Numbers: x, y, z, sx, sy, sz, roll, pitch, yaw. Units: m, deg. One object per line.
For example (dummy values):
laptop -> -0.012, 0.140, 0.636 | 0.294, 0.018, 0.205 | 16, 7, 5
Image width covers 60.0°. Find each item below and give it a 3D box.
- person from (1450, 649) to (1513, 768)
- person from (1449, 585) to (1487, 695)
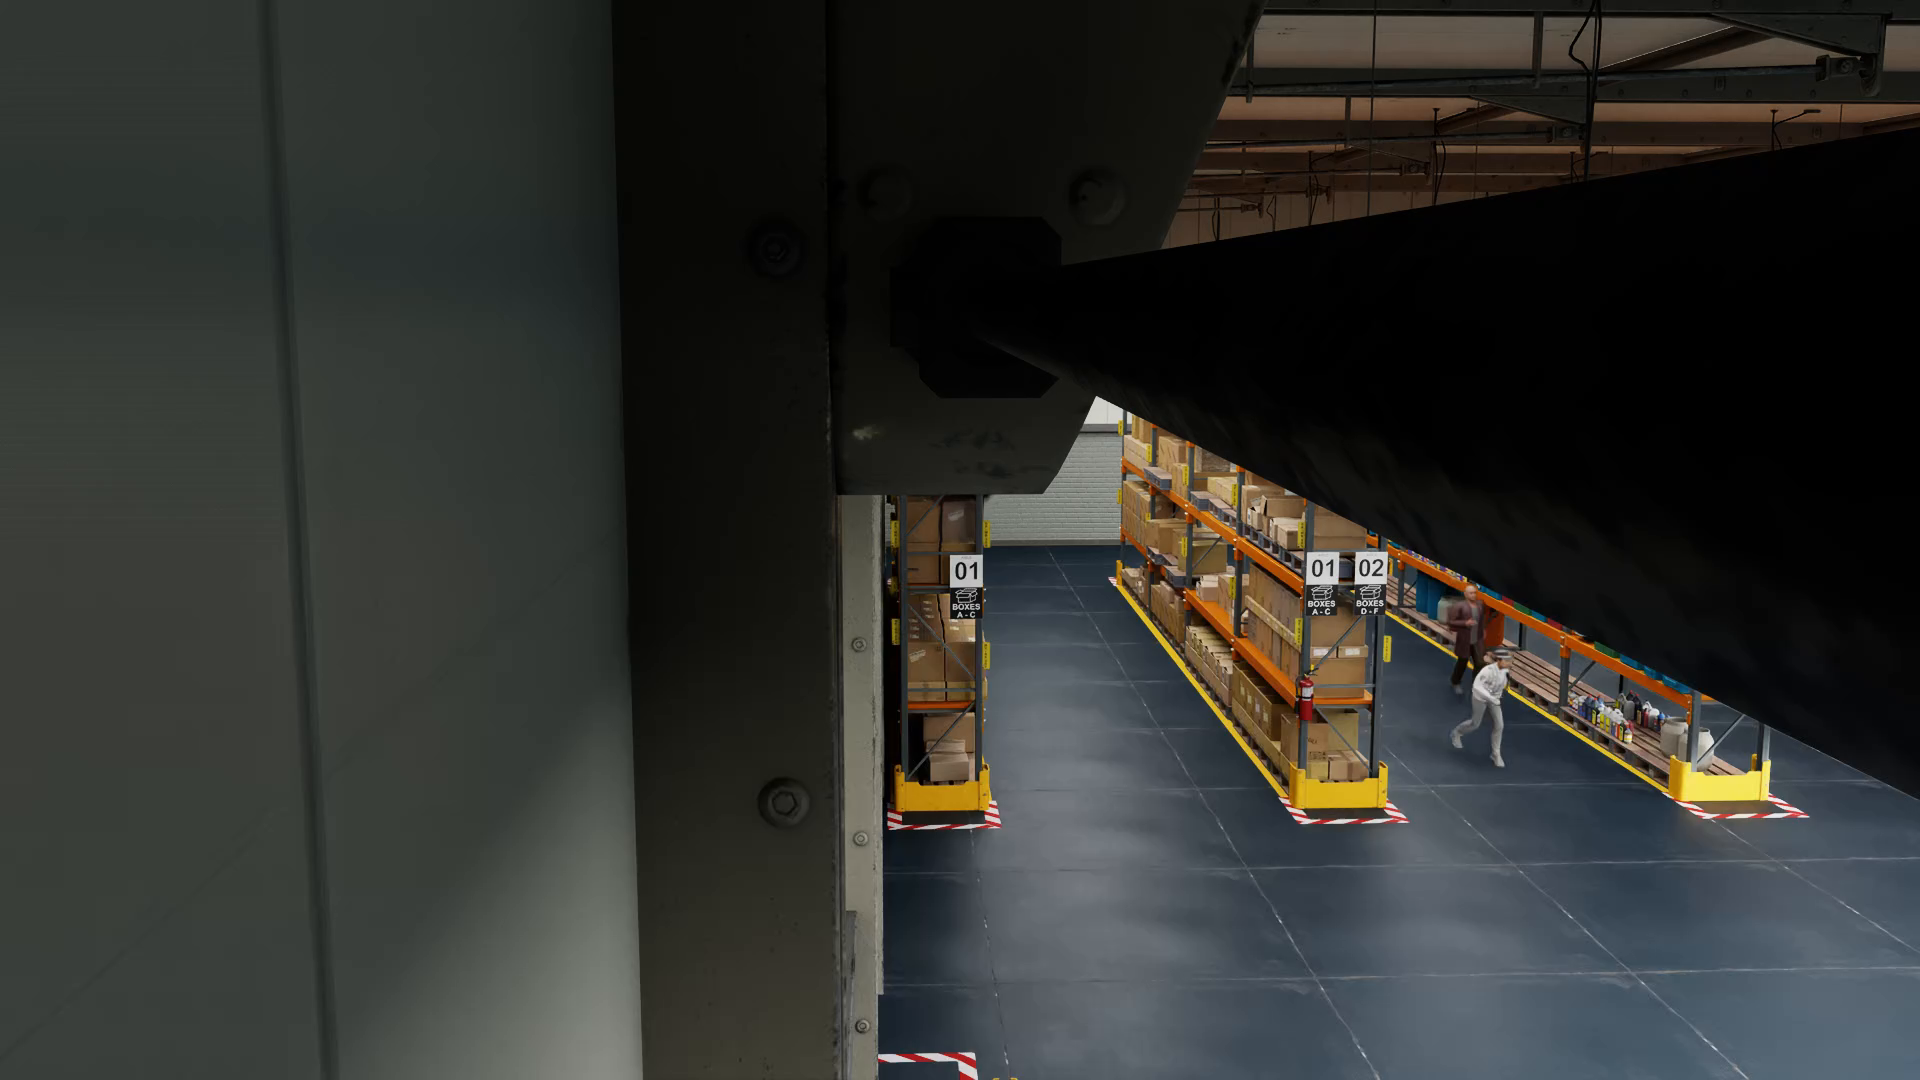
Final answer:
person -> 7.130, 2.226, 22.745 | 0.655, 1.627, 0.978 | -5, 10, -33
person -> 7.950, 1.613, 26.006 | 0.697, 1.828, 0.916 | -1, 8, -6
